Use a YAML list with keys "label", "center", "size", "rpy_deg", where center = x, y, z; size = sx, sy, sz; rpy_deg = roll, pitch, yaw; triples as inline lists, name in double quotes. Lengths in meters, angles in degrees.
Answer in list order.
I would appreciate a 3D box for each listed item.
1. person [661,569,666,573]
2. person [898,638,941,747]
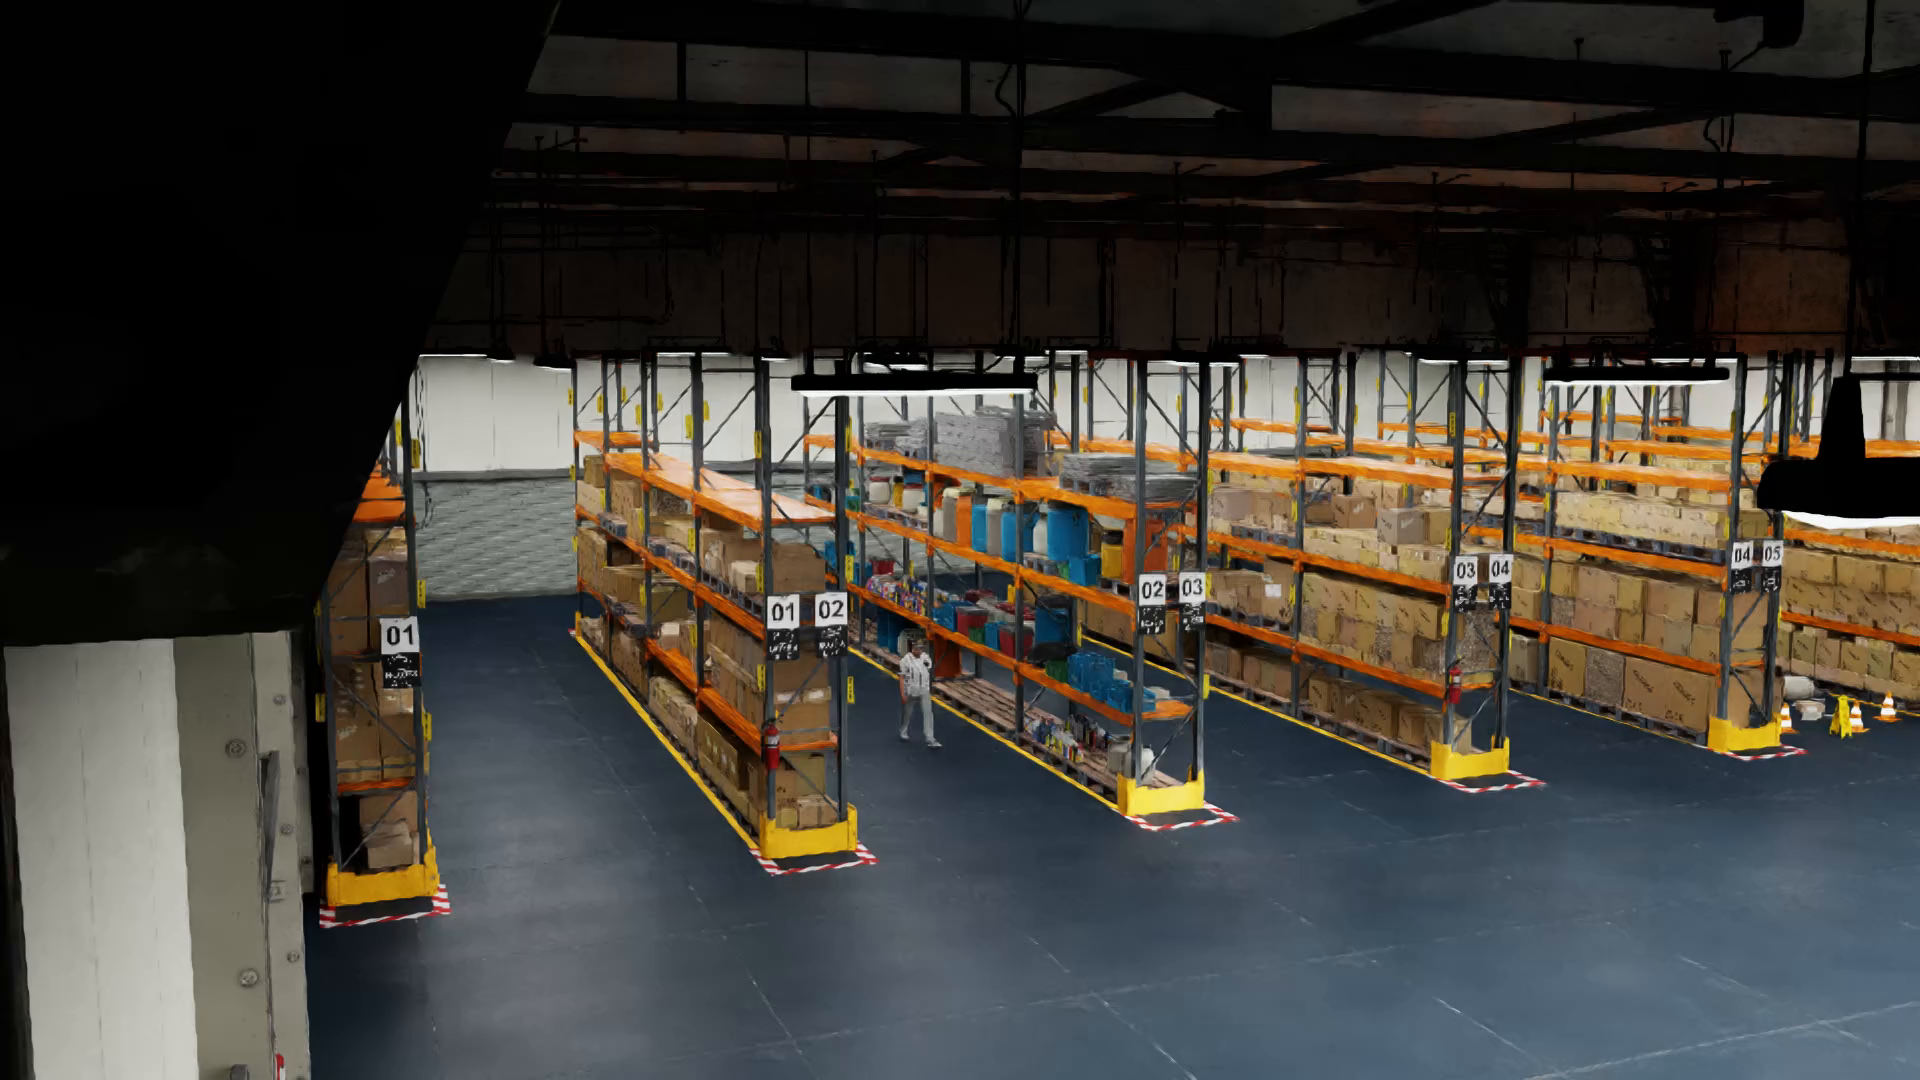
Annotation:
- label: "person"
  center: [-7.128, 0.546, 39.534]
  size: [0.615, 1.767, 0.622]
  rpy_deg: [5, 9, 34]
- label: "person"
  center: [-0.679, 2.311, 25.565]
  size: [0.542, 1.675, 1.126]
  rpy_deg: [-2, 8, -19]
